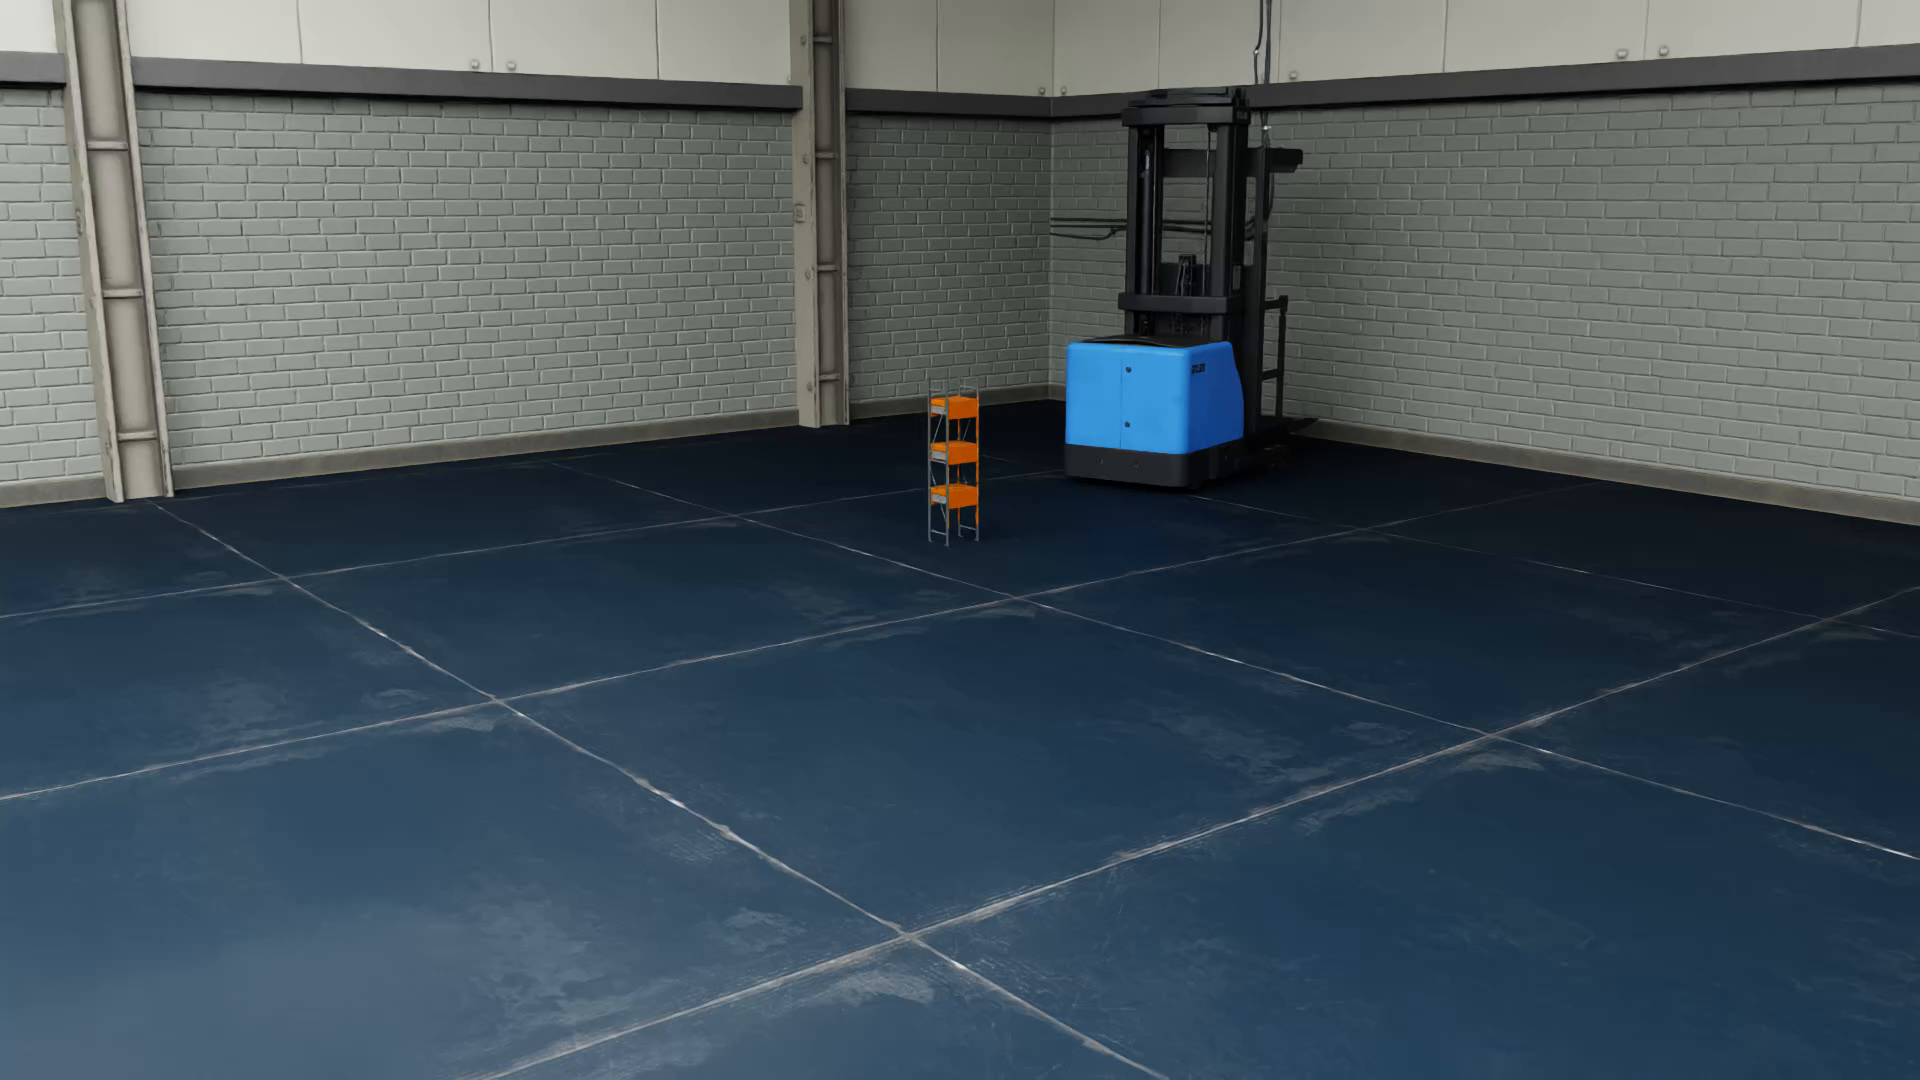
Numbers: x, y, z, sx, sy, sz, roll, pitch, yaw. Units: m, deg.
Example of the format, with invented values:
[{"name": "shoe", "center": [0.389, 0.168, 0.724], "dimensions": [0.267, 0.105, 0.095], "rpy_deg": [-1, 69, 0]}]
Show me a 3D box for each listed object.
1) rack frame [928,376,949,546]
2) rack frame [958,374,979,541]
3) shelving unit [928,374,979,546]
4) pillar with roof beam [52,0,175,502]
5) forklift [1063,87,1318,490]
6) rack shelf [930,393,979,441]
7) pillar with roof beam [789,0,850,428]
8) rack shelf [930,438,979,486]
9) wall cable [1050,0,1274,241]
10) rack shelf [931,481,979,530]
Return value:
[{"name": "rack frame", "center": [-0.137, -0.491, 10.412], "dimensions": [0.008, 1.050, 0.200], "rpy_deg": [-9, 15, -38]}, {"name": "rack frame", "center": [0.053, -0.522, 10.562], "dimensions": [0.008, 1.050, 0.200], "rpy_deg": [-9, 15, -38]}, {"name": "shelving unit", "center": [-0.042, -0.507, 10.487], "dimensions": [0.252, 1.050, 0.215], "rpy_deg": [-9, 15, -38]}, {"name": "pillar with roof beam", "center": [-3.290, -4.022, 7.905], "dimensions": [0.400, 9.000, 9.100], "rpy_deg": [-9, 15, -38]}, {"name": "forklift", "center": [2.020, -2.060, 13.275], "dimensions": [1.130, 2.935, 3.031], "rpy_deg": [8, 14, 33]}, {"name": "rack shelf", "center": [-0.042, -0.774, 10.430], "dimensions": [0.240, 0.259, 0.215], "rpy_deg": [-9, 15, -38]}, {"name": "pillar with roof beam", "center": [1.396, -4.800, 11.571], "dimensions": [0.400, 9.000, 9.100], "rpy_deg": [-9, 15, -38]}, {"name": "rack shelf", "center": [-0.042, -0.496, 10.489], "dimensions": [0.240, 0.259, 0.215], "rpy_deg": [-9, 15, -38]}, {"name": "wall cable", "center": [1.833, -4.148, 15.972], "dimensions": [0.112, 2.526, 3.097], "rpy_deg": [-9, 15, -38]}, {"name": "rack shelf", "center": [-0.042, -0.224, 10.547], "dimensions": [0.240, 0.259, 0.215], "rpy_deg": [-9, 15, -38]}]
